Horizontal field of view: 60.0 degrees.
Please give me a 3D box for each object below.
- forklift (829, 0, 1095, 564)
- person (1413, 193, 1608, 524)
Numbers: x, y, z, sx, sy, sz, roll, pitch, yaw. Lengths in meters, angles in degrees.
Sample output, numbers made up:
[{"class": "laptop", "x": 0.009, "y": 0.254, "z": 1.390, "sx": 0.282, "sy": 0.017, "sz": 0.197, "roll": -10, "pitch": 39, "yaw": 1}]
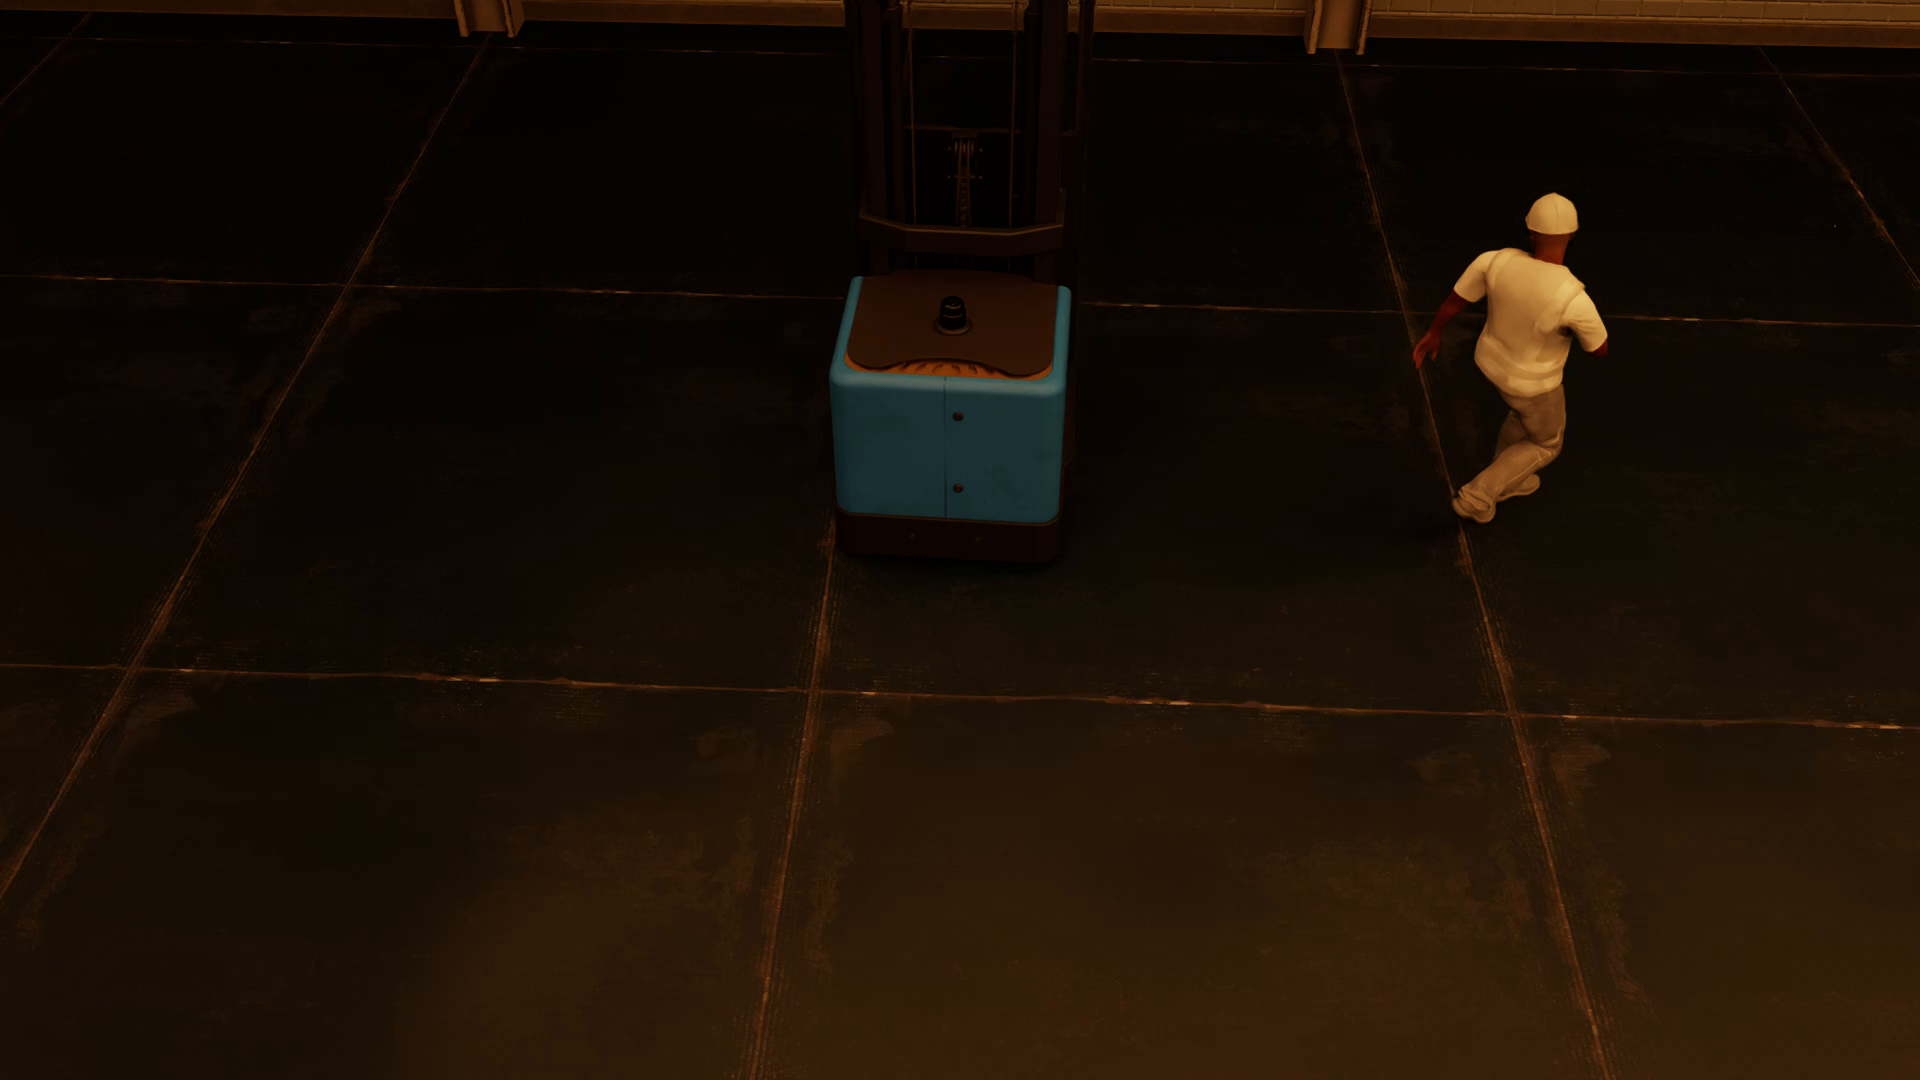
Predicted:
[{"class": "forklift", "x": 0.063, "y": -1.960, "z": 7.889, "sx": 1.130, "sy": 2.935, "sz": 3.031, "roll": 3, "pitch": 42, "yaw": 4}, {"class": "person", "x": 2.542, "y": -0.811, "z": 7.551, "sx": 0.708, "sy": 1.701, "sz": 0.694, "roll": -16, "pitch": 45, "yaw": -16}]
